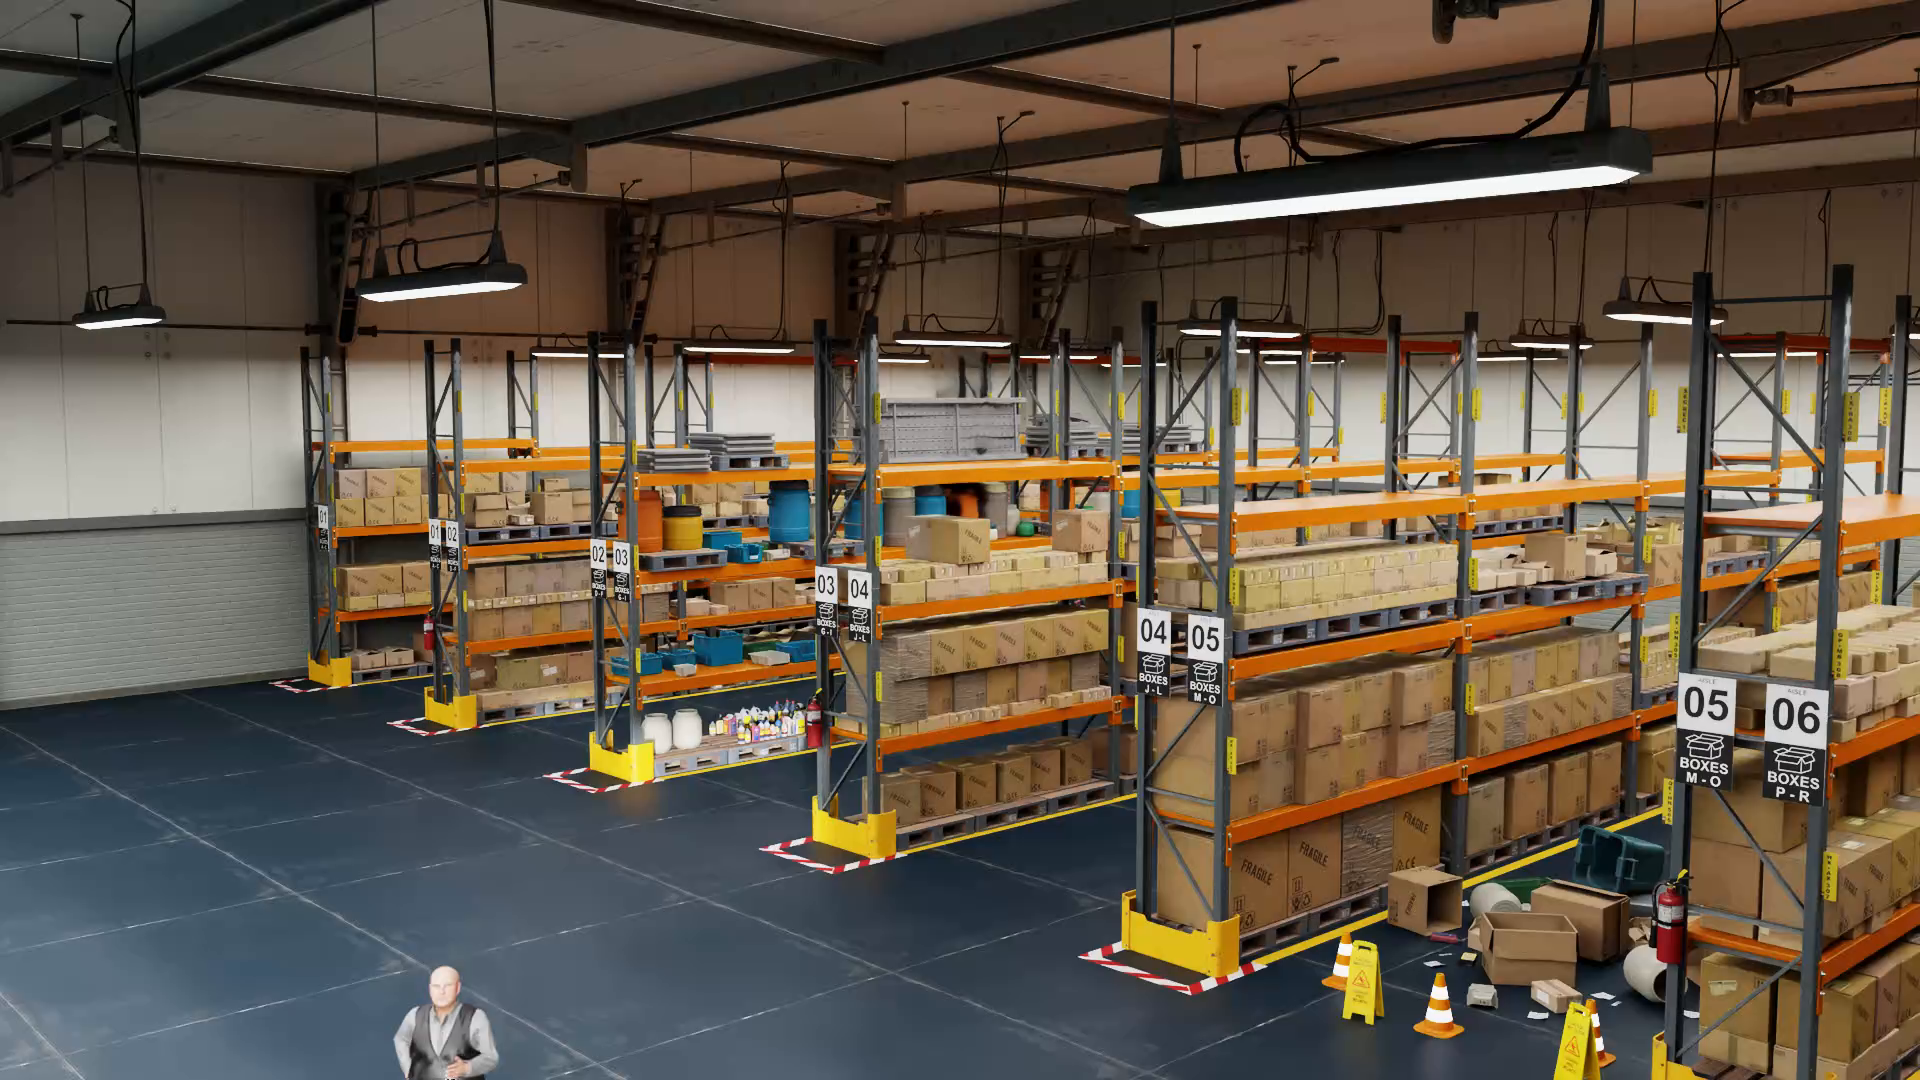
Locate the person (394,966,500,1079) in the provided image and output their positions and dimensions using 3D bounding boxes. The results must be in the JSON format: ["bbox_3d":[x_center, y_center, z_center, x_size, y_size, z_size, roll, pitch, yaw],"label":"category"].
[{"bbox_3d":[-3.074,3.355,9.944,0.639,1.618,0.731,-1,5,-11],"label":"person"}]

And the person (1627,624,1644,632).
[{"bbox_3d":[10.141,2.050,24.963,0.573,1.693,0.625,-5,7,-42],"label":"person"}]

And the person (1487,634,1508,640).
[{"bbox_3d":[8.122,2.198,25.073,0.616,1.578,0.836,5,7,42],"label":"person"}]
